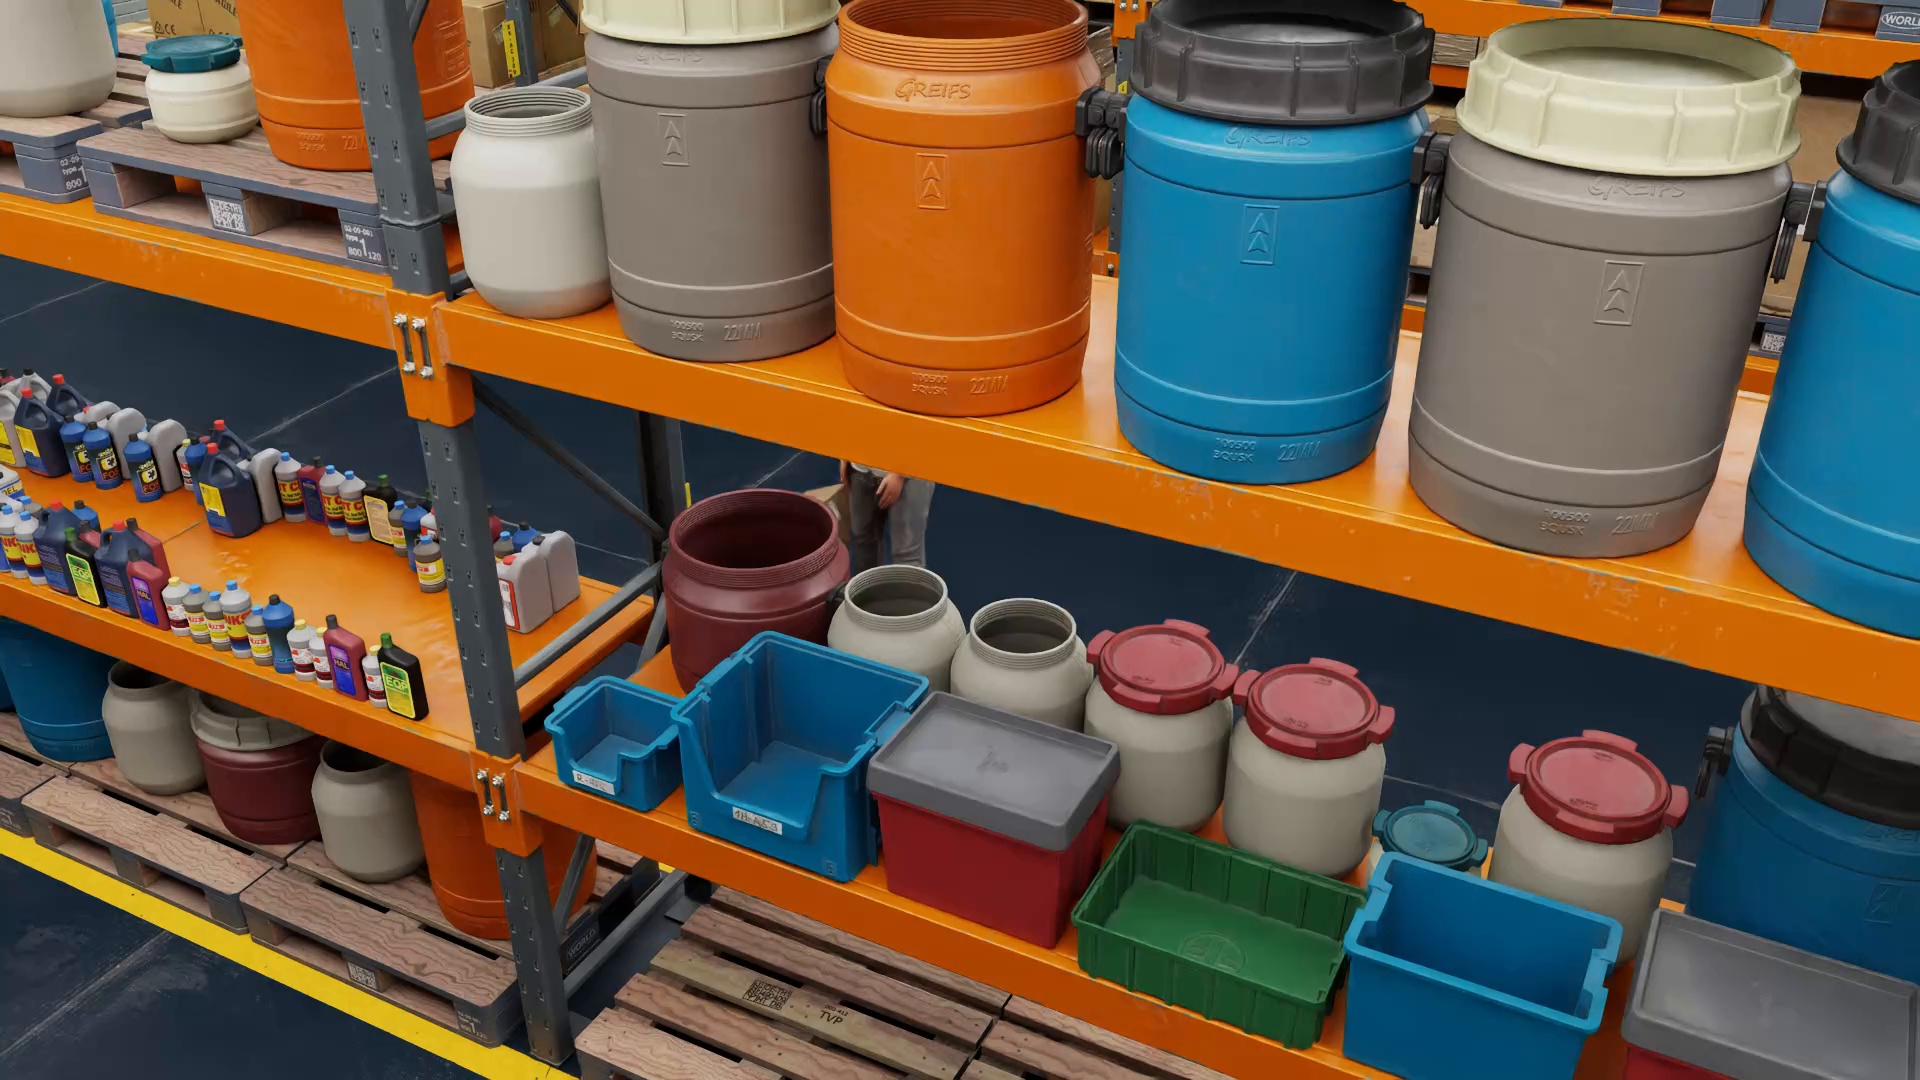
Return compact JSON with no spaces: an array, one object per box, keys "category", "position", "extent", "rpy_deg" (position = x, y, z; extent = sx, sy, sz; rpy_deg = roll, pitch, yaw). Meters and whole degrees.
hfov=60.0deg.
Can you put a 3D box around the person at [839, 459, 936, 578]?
[{"category":"person","position":[-0.379,-0.345,7.669],"extent":[0.579,1.777,0.452],"rpy_deg":[20,35,30]}]
